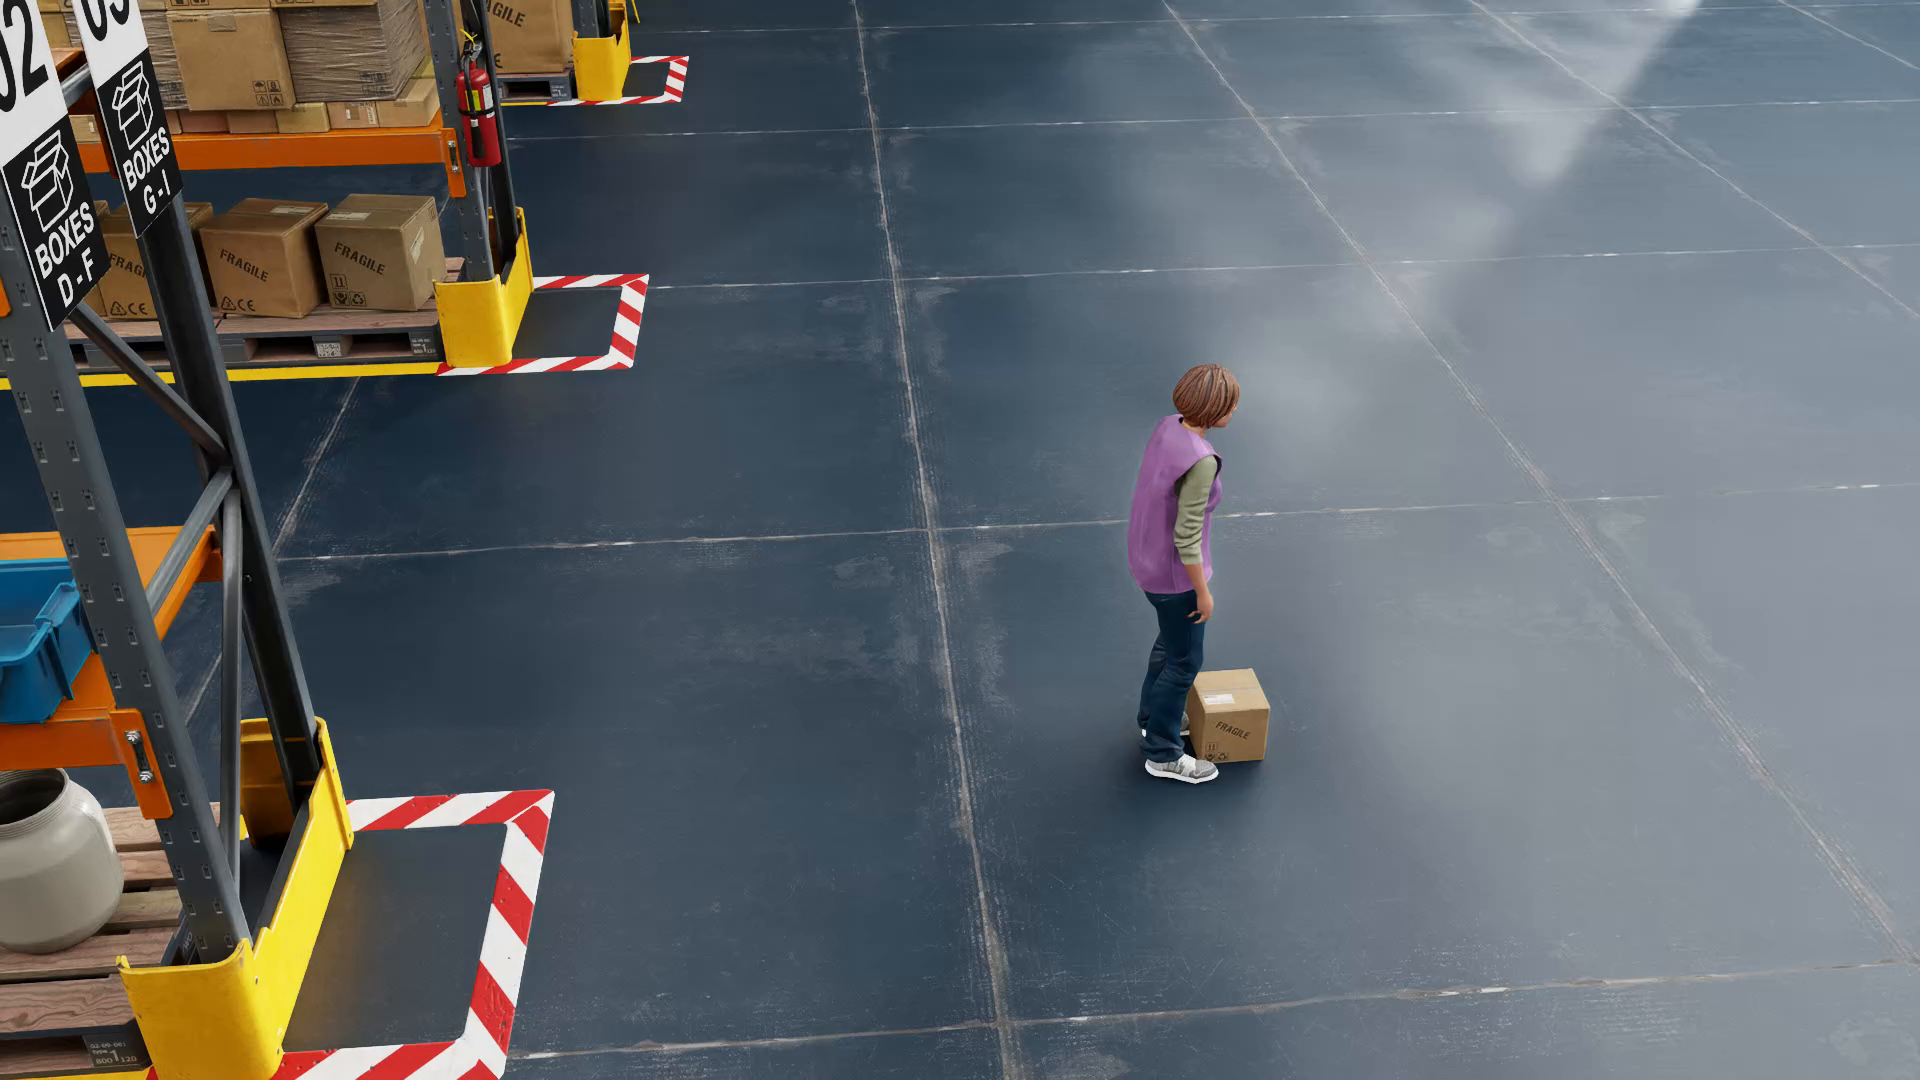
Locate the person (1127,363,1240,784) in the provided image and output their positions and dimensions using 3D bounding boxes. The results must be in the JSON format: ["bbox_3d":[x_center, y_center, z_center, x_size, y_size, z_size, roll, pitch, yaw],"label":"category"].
[{"bbox_3d":[0.794,0.111,5.962,0.370,1.594,0.484,-4,32,-7],"label":"person"}]
